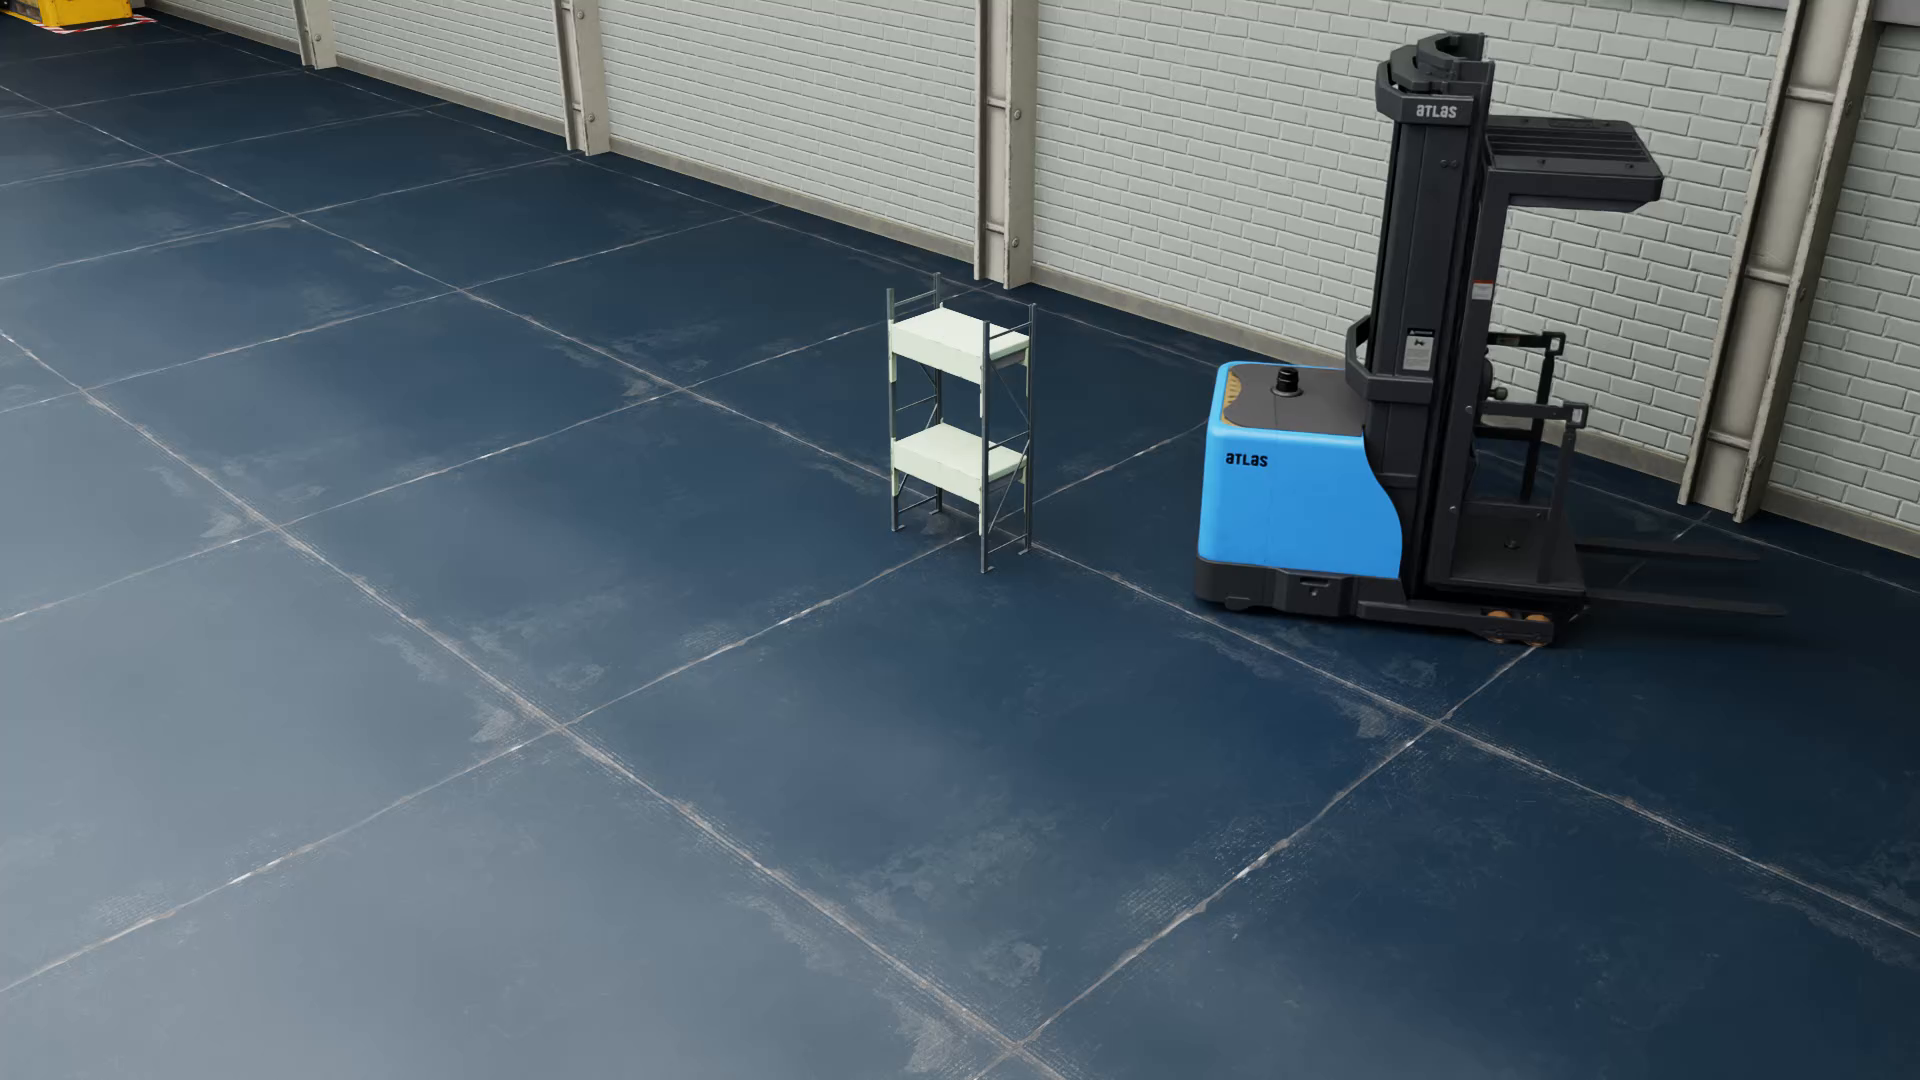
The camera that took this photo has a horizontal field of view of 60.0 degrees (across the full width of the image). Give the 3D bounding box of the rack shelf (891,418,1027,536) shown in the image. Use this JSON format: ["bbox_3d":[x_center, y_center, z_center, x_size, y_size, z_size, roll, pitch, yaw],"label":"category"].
[{"bbox_3d":[0.005,-0.373,9.549,0.720,0.370,0.431,25,36,38],"label":"rack shelf"}]

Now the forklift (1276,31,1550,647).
[{"bbox_3d":[2.838,-1.007,8.517,3.031,2.935,1.121,5,28,10],"label":"forklift"}]

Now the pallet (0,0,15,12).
[{"bbox_3d":[-14.051,-8.247,25.207,1.213,0.211,1.003,25,36,38],"label":"pallet"}]

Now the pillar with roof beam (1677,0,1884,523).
[{"bbox_3d":[1.621,-2.770,5.348,0.400,9.000,9.100,25,36,38],"label":"pillar with roof beam"}]

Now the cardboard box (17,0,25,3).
[{"bbox_3d":[-15.544,-10.533,25.732,1.068,3.350,6.811,-25,37,-39],"label":"cardboard box"}]

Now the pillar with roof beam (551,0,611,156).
[{"bbox_3d":[-6.936,-6.685,12.794,0.400,9.000,9.100,25,36,38],"label":"pillar with roof beam"}]

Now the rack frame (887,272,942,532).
[{"bbox_3d":[-0.256,-0.781,9.624,0.023,1.500,0.400,25,36,38],"label":"rack frame"}]

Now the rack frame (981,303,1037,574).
[{"bbox_3d":[0.266,-0.542,9.170,0.023,1.500,0.400,25,36,38],"label":"rack frame"}]

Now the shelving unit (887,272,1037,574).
[{"bbox_3d":[0.005,-0.662,9.397,0.755,1.500,0.431,25,36,38],"label":"shelving unit"}]

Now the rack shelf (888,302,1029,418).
[{"bbox_3d":[0.005,-1.007,9.215,0.720,0.370,0.431,25,36,38],"label":"rack shelf"}]

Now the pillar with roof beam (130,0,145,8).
[{"bbox_3d":[-15.493,-10.600,20.241,0.400,9.000,9.100,25,36,38],"label":"pillar with roof beam"}]
